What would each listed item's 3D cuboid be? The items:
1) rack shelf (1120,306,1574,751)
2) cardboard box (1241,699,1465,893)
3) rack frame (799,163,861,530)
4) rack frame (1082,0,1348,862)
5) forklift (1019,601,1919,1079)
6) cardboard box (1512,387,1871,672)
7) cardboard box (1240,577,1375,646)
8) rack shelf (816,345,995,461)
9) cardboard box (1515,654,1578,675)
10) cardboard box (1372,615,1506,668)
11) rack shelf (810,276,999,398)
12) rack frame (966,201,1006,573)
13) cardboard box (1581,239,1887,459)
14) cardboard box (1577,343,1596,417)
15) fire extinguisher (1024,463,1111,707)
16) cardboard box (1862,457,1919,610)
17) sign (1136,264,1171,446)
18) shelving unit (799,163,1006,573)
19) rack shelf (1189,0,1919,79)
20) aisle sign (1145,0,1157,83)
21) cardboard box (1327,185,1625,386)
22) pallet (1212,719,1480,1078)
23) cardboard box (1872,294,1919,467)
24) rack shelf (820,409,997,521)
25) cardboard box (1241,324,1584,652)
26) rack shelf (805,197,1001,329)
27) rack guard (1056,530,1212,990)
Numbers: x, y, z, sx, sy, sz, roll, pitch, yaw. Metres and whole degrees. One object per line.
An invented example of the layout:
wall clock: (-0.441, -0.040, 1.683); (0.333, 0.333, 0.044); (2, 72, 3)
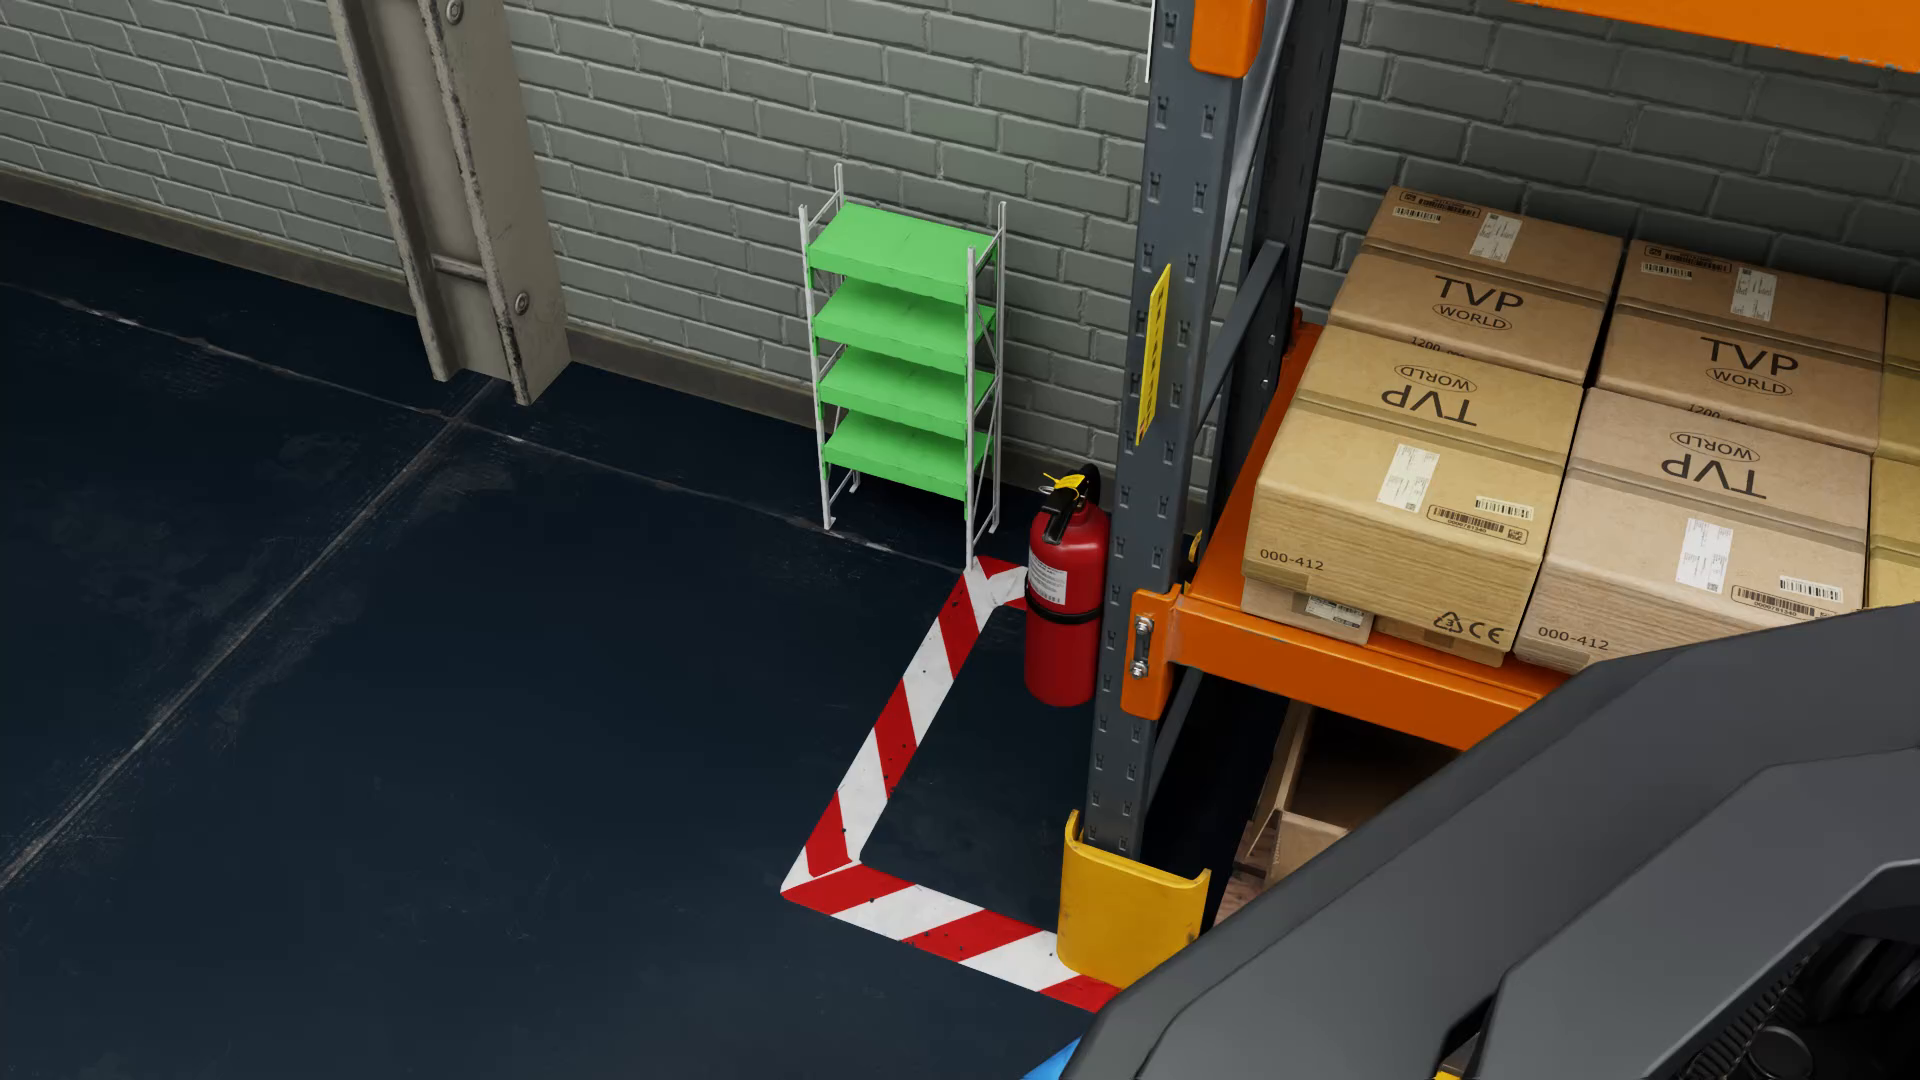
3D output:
rack shelf: (2.383, 0.441, 3.190); (4.000, 0.370, 1.077); (16, 47, 16)
cardboard box: (1.065, 0.607, 3.986); (0.637, 0.503, 0.797); (15, 47, 14)
rack frame: (-0.378, -0.537, 4.939); (0.015, 1.200, 0.240); (16, 47, 16)
rack frame: (0.537, -0.357, 3.482); (0.127, 3.000, 1.000); (16, 47, 16)
forklift: (0.766, 1.591, 1.573); (1.130, 2.935, 3.031); (-28, 51, -25)
cardboard box: (1.317, 0.026, 2.993); (0.500, 0.250, 0.500); (17, 47, 16)
cardboard box: (0.735, 0.000, 3.302); (0.250, 0.149, 0.380); (16, 47, 16)
rack shelf: (-0.153, -0.425, 4.917); (0.480, 0.148, 0.258); (16, 47, 16)
cardboard box: (1.243, 0.087, 3.214); (0.250, 0.149, 0.380); (16, 47, 15)
cardboard box: (0.987, 0.039, 3.263); (0.250, 0.149, 0.380); (17, 47, 17)
rack shelf: (-0.153, -0.595, 4.748); (0.480, 0.148, 0.258); (16, 47, 16)
rack frame: (0.072, -0.404, 4.805); (0.015, 1.200, 0.240); (16, 47, 16)
cardboard box: (1.539, -0.317, 3.337); (0.500, 0.250, 0.500); (17, 47, 16)
cardboard box: (1.434, -0.228, 3.530); (0.250, 0.149, 0.380); (15, 47, 15)
fire extinguisher: (0.223, 0.063, 3.379); (0.183, 0.674, 0.296); (16, 47, 16)
cardboard box: (1.786, 0.161, 2.857); (0.500, 0.250, 0.500); (16, 47, 15)
sign: (0.328, -0.311, 2.822); (0.005, 0.325, 0.100); (16, 47, 16)
shelving unit: (-0.153, -0.470, 4.872); (0.503, 1.200, 0.258); (16, 47, 16)
rack shelf: (2.383, -0.622, 2.132); (4.000, 0.370, 1.077); (16, 47, 16)
aisle sign: (0.361, -1.106, 2.392); (0.004, 0.787, 0.394); (16, 47, 16)
cardboard box: (1.064, -0.457, 3.478); (0.500, 0.250, 0.500); (18, 48, 17)
pallet: (1.343, 0.868, 4.228); (1.213, 0.211, 1.003); (16, 47, 16)
cardboard box: (1.994, -0.179, 3.199); (0.500, 0.250, 0.500); (18, 48, 17)
rack shelf: (-0.153, -0.255, 5.086); (0.480, 0.148, 0.258); (16, 47, 16)
cardboard box: (0.852, -0.111, 3.130); (0.500, 0.250, 0.500); (17, 47, 16)
rack shelf: (-0.153, -0.765, 4.579); (0.480, 0.148, 0.258); (16, 47, 16)
rack guard: (0.607, 0.549, 4.343); (0.348, 0.500, 1.175); (16, 47, 16)
